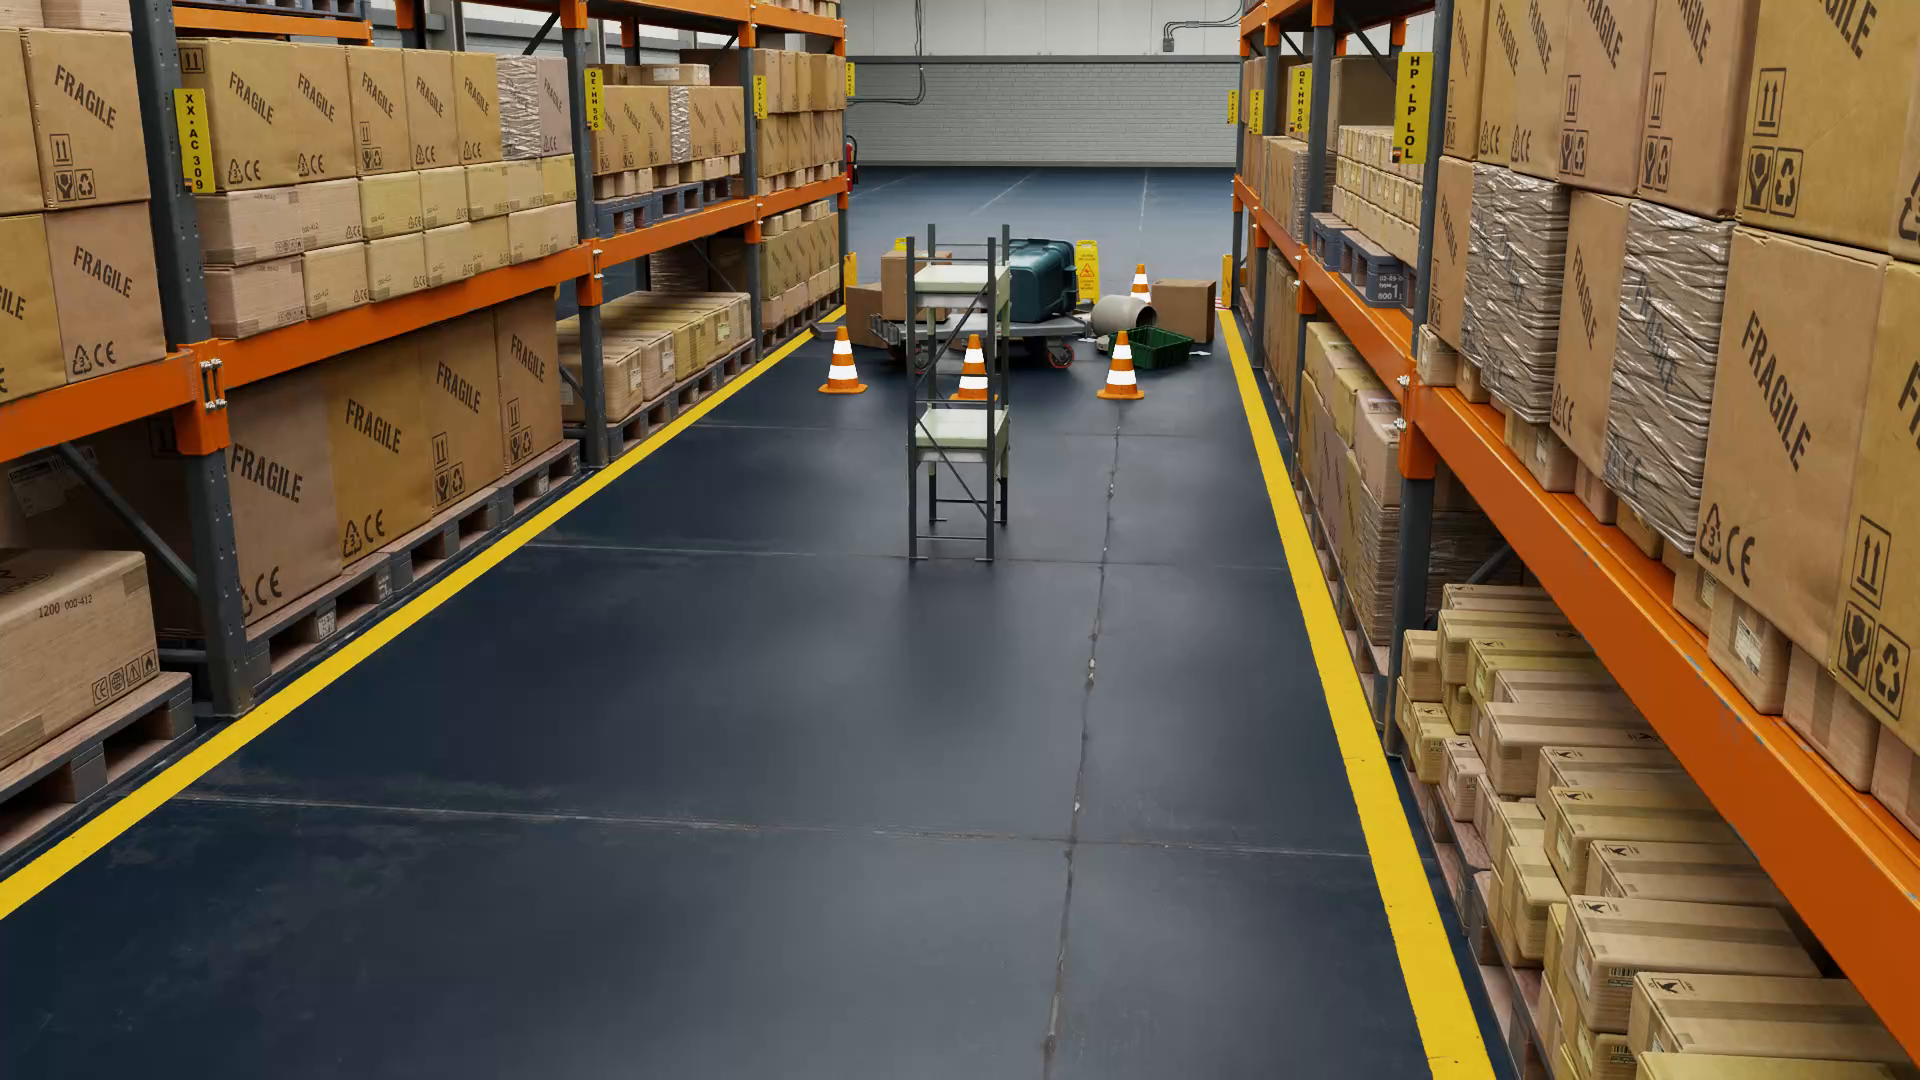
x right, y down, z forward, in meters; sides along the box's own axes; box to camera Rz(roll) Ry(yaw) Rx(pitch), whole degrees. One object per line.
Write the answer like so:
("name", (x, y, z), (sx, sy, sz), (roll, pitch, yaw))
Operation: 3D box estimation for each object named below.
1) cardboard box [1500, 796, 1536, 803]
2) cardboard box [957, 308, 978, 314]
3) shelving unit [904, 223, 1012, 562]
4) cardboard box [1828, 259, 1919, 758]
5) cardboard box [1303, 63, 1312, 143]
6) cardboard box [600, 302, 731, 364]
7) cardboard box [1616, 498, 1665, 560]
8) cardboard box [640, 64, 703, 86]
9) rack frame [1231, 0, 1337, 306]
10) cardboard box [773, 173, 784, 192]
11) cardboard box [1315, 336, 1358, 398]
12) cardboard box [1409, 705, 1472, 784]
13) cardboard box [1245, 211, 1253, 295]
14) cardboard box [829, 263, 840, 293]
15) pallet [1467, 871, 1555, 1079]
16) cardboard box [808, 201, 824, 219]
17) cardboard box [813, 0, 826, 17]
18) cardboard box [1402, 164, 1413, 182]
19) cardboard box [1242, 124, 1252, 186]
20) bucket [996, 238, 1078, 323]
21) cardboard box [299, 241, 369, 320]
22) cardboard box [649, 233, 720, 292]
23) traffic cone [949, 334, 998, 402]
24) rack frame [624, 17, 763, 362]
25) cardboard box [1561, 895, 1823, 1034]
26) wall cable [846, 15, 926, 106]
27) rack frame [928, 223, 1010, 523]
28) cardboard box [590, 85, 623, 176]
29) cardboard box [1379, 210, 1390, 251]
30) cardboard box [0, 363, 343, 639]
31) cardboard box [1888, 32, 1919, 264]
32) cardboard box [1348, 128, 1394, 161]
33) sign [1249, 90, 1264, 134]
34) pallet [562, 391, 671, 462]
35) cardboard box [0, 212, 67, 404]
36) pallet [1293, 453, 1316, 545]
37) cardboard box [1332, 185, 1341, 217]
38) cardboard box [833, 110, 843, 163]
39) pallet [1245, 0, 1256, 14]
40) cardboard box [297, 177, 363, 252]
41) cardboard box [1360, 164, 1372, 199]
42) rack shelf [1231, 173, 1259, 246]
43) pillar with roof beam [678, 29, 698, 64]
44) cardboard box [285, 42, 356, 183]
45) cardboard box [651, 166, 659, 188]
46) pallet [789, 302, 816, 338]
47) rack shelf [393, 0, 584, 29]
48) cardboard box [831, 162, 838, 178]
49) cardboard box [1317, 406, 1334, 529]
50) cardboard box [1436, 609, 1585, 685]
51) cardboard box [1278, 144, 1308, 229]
("cardboard box", (1.535, 0.663, 4.053), (0.380, 0.149, 0.250), (2, 15, 9))
("cardboard box", (0.197, -2.182, 15.945), (0.380, 0.149, 0.250), (11, 19, 35))
("shelving unit", (0.001, -0.726, 7.973), (0.431, 1.500, 0.755), (2, 15, 6))
("cardboard box", (1.257, -0.004, 1.667), (0.500, 0.500, 0.500), (2, 15, 7))
("cardboard box", (2.594, -2.806, 10.687), (0.700, 0.500, 0.500), (2, 15, 6))
("cardboard box", (-2.249, -1.531, 12.307), (0.950, 0.372, 0.625), (3, 15, 10))
("cardboard box", (1.464, -0.060, 3.119), (0.380, 0.149, 0.250), (2, 15, 7))
("cardboard box", (-2.014, -3.250, 11.626), (0.380, 0.149, 0.250), (1, 15, 4))
("rack frame", (3.267, -3.837, 16.607), (1.000, 3.000, 0.127), (2, 15, 6))
("cardboard box", (-1.721, -3.070, 14.252), (0.380, 0.149, 0.250), (2, 15, 8))
("cardboard box", (1.989, -0.817, 7.986), (0.500, 0.250, 0.500), (2, 15, 6))
("cardboard box", (1.523, 0.602, 4.845), (0.380, 0.149, 0.250), (2, 15, 8))
("cardboard box", (3.256, -2.837, 16.172), (0.875, 0.875, 0.875), (2, 15, 7))
("cardboard box", (-1.489, -2.609, 16.526), (0.500, 0.250, 0.500), (2, 15, 6))
("pallet", (1.737, 1.114, 3.639), (1.003, 0.211, 1.213), (2, 15, 6))
("cardboard box", (-1.500, -3.130, 15.774), (0.380, 0.149, 0.250), (2, 15, 7))
("cardboard box", (-1.484, -5.049, 15.824), (0.380, 0.149, 0.250), (2, 15, 8))
("cardboard box", (1.854, -1.408, 6.161), (0.380, 0.149, 0.250), (2, 15, 6))
("cardboard box", (3.042, -3.527, 15.173), (0.875, 0.550, 0.550), (2, 15, 6))
("bucket", (0.540, -2.057, 13.381), (0.726, 0.611, 0.620), (7, 27, 25))
("cardboard box", (-2.648, -1.013, 6.449), (0.500, 0.250, 0.500), (1, 15, 5))
("cardboard box", (-2.314, -2.318, 14.015), (0.500, 0.500, 0.500), (1, 15, 5))
("traffic cone", (0.098, -1.227, 11.815), (0.336, 0.463, 0.334), (2, 15, 6))
("rack frame", (-2.114, -2.920, 13.213), (1.000, 3.000, 0.127), (2, 15, 6))
("cardboard box", (1.325, 0.783, 3.038), (0.380, 0.149, 0.250), (2, 15, 8))
("wall cable", (-2.538, -13.851, 48.096), (3.097, 2.526, 0.112), (2, 15, 6))
("rack frame", (0.042, -0.821, 8.324), (0.400, 1.500, 0.023), (2, 15, 6))
("cardboard box", (-2.285, -2.387, 9.676), (0.500, 0.500, 0.500), (1, 15, 5))
("cardboard box", (1.905, -1.253, 6.727), (0.380, 0.149, 0.250), (2, 15, 9))
("cardboard box", (-3.026, -0.185, 6.365), (0.875, 0.875, 0.875), (2, 15, 8))
("cardboard box", (1.266, -0.488, 1.544), (0.500, 0.500, 0.500), (1, 15, 5))
("cardboard box", (2.060, -1.884, 7.919), (0.380, 0.149, 0.250), (2, 15, 6))
("sign", (2.264, -3.272, 12.706), (0.100, 0.325, 0.005), (2, 15, 6))
("pallet", (-2.476, -0.739, 10.489), (1.003, 0.211, 1.213), (2, 15, 6))
("cardboard box", (-2.868, -0.631, 4.559), (0.500, 0.500, 0.500), (1, 15, 5))
("pallet", (2.275, -0.214, 8.548), (1.003, 0.211, 1.213), (2, 15, 6))
("cardboard box", (2.113, -1.734, 8.504), (0.380, 0.149, 0.250), (1, 15, 5))
("cardboard box", (-1.450, -4.000, 16.447), (0.500, 0.500, 0.500), (1, 15, 5))
("pallet", (3.194, -5.050, 15.514), (1.003, 0.211, 1.213), (2, 15, 6))
("cardboard box", (-2.656, -1.255, 6.388), (0.500, 0.250, 0.500), (2, 15, 7))
("cardboard box", (1.998, -1.598, 7.433), (0.380, 0.149, 0.250), (2, 15, 6))
("rack shelf", (3.041, -2.971, 14.783), (1.077, 0.370, 4.000), (2, 15, 6))
("pillar with roof beam", (-1.261, -11.386, 33.030), (9.100, 9.000, 0.400), (2, 15, 6))
("cardboard box", (-2.652, -1.614, 6.277), (0.500, 0.500, 0.500), (2, 15, 6))
("cardboard box", (-2.208, -2.394, 10.947), (0.380, 0.149, 0.250), (2, 15, 8))
("pallet", (-1.938, -2.066, 15.398), (1.003, 0.211, 1.213), (2, 15, 6))
("rack shelf", (-2.791, -2.464, 7.160), (1.077, 0.370, 4.000), (2, 15, 6))
("cardboard box", (-1.411, -3.663, 16.445), (0.380, 0.149, 0.250), (2, 15, 6))
("cardboard box", (1.925, -0.319, 7.579), (0.500, 0.500, 0.500), (1, 15, 5))
("cardboard box", (1.578, 0.314, 4.771), (0.380, 0.149, 0.250), (2, 15, 9))
("cardboard box", (2.262, -2.194, 10.340), (0.500, 0.500, 0.500), (1, 15, 5))
